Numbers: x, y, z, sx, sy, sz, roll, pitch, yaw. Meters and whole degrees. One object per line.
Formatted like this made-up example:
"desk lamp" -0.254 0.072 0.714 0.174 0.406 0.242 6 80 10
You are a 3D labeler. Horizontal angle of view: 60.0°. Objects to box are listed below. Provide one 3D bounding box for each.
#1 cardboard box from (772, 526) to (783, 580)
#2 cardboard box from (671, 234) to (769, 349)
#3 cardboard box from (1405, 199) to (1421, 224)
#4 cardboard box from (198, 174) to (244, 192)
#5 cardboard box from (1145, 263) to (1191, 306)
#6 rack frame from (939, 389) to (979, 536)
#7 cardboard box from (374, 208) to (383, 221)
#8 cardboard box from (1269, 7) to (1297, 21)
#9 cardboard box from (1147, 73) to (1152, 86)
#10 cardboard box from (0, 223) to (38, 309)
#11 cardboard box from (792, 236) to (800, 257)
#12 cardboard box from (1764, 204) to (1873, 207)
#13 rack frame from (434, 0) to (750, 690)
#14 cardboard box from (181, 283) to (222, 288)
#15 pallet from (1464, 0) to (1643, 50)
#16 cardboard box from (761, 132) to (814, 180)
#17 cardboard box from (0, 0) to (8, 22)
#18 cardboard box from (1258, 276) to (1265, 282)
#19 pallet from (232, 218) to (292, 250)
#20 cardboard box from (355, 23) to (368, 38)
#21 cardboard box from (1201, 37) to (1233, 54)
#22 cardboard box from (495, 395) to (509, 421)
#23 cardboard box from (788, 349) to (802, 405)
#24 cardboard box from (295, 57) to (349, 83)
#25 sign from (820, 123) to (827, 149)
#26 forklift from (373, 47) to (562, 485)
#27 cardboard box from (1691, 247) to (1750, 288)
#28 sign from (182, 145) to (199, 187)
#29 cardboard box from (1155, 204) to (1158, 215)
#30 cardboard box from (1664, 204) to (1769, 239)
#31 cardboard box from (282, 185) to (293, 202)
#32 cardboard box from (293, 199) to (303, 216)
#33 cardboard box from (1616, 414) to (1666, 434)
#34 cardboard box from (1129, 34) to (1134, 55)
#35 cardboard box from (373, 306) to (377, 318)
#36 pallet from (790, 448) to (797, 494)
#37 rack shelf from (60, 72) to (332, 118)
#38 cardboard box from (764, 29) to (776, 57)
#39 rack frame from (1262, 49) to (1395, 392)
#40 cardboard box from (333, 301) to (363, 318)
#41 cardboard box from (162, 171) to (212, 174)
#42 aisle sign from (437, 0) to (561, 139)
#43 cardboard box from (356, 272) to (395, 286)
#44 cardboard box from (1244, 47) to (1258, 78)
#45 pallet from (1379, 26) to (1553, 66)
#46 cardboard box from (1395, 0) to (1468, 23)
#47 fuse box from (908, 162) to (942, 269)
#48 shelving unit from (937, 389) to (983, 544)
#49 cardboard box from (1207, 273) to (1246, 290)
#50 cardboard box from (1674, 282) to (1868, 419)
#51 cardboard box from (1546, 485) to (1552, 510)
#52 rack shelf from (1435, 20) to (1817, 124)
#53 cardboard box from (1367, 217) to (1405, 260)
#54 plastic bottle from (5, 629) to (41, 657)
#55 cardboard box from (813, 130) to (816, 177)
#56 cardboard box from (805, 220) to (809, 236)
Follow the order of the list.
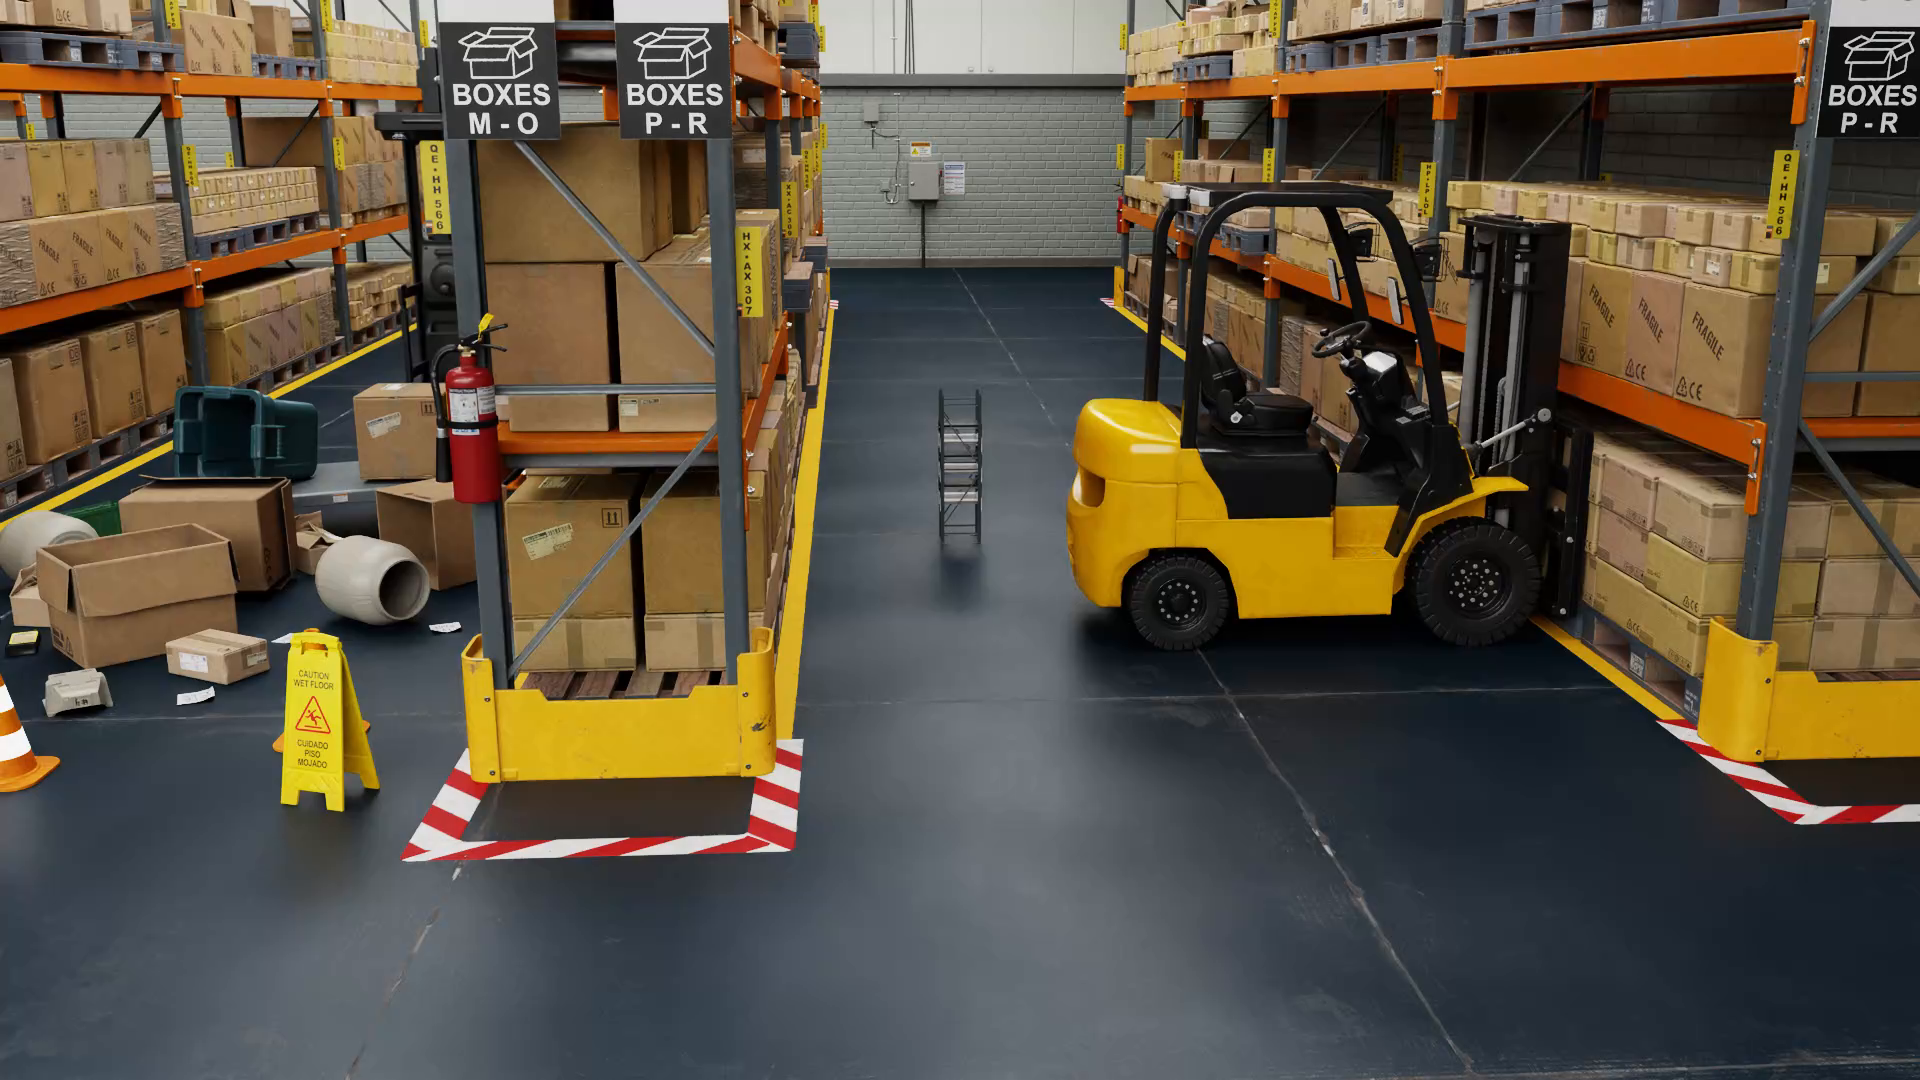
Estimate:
"cardboard box" -1.160 0.110 8.254 0.500 0.250 0.500 0 14 0
"cardboard box" -1.136 -1.121 7.565 0.500 0.500 0.500 -1 14 -5
"cardboard box" 3.114 -2.131 10.786 0.380 0.149 0.250 -1 14 -4
"cardboard box" -6.645 -3.187 14.862 0.380 0.149 0.250 0 14 -1
"cardboard box" 2.538 -3.100 20.230 0.500 0.500 0.500 -1 14 -2
"rack frame" -0.007 -0.463 10.020 0.240 0.900 0.006 -1 14 -3
"cardboard box" -6.814 -3.714 18.946 0.380 0.149 0.250 0 14 -1
"cardboard box" 2.827 -4.416 14.054 0.380 0.149 0.250 0 14 -2
"cardboard box" 2.433 -5.473 19.761 0.380 0.149 0.250 -1 14 -3
"cardboard box" -6.293 -1.753 10.618 0.500 0.500 0.500 -1 14 -3
"cardboard box" -1.335 -2.094 11.807 0.380 0.149 0.250 0 14 -1
"cardboard box" 3.818 -1.414 7.405 0.380 0.149 0.250 -1 14 -3
"rack frame" -1.315 -0.551 6.147 1.000 3.000 0.127 -1 14 -3
"cardboard box" -7.107 -2.213 15.276 0.500 0.250 0.500 -1 14 -2
"pallet" 3.470 -2.821 9.129 1.003 0.211 1.213 -1 14 -3
"cardboard box" -1.780 -3.960 17.192 0.500 0.500 0.500 0 14 -2
"cardboard box" -6.324 -3.379 10.581 0.380 0.149 0.250 -1 14 -3
"cardboard box" 3.294 -2.644 17.153 0.380 0.149 0.250 -2 15 -6
"pallet" -6.908 -2.837 15.420 1.003 0.211 1.213 -1 14 -3
"cardboard box" -6.803 -5.652 18.453 0.380 0.149 0.250 0 14 -1
"cardboard box" 2.583 -4.861 16.340 0.380 0.149 0.250 -1 14 -4
"cardboard box" -1.678 -0.580 6.765 0.380 0.149 0.250 -1 14 -4
"cardboard box" -1.786 -1.330 13.608 0.950 0.372 0.625 -2 15 -7
"cardboard box" -6.758 -4.933 17.459 0.500 0.250 0.500 0 14 -1
"sign" -1.764 -5.210 21.458 0.100 0.325 0.005 -1 14 -3
"forklift" -3.306 -1.901 11.533 1.130 2.935 3.031 -1 14 -3
"cardboard box" 3.292 -1.136 6.918 0.380 0.149 0.250 -1 14 -3
"sign" -6.191 -3.009 13.377 0.100 0.325 0.005 -1 14 -3
"cardboard box" 2.546 -3.950 19.864 0.380 0.149 0.250 -1 14 -4
"cardboard box" 3.376 -1.409 7.384 0.380 0.149 0.250 -1 14 -3
"cardboard box" -6.720 -3.368 16.162 0.380 0.149 0.250 -1 14 -5
"cardboard box" -6.740 -3.293 16.466 0.380 0.149 0.250 -1 14 -4
"cardboard box" 3.718 -0.483 8.552 0.500 0.250 0.500 -1 14 -5
"cardboard box" 2.424 -6.259 21.015 0.500 0.250 0.500 -1 14 -4
"cardboard box" -6.896 -2.608 19.020 0.380 0.149 0.250 -2 15 -6
"pallet" -1.613 -0.389 11.113 1.003 0.211 1.213 -1 14 -3
"rack shelf" -6.869 -4.040 15.134 1.077 0.370 4.000 -1 14 -3
"cardboard box" -1.238 -2.803 9.384 0.380 0.149 0.250 -1 14 -3
"rack frame" 3.143 -2.618 14.181 1.000 3.000 0.127 -1 14 -3
"cardboard box" -6.696 -2.495 17.987 0.380 0.149 0.250 0 14 -1
"cardboard box" -7.361 -3.439 15.842 0.380 0.149 0.250 -1 14 -4
"aisle sign" -1.601 -1.790 5.745 0.394 0.787 0.004 -1 14 -3
"cardboard box" -6.923 -3.087 19.689 0.380 0.149 0.250 -1 14 -5
"cardboard box" 2.837 -4.247 14.793 0.500 0.250 0.500 -1 14 -3
"pallet" 3.323 -3.202 10.816 0.805 0.209 1.217 -1 15 -6
"cardboard box" 3.103 -3.461 10.572 0.500 0.311 0.500 -1 14 -5
"fuse box" -0.573 -5.304 27.207 0.539 1.711 0.414 -1 14 -3
"shelving unit" 0.000 -0.438 9.922 0.258 0.900 0.210 -1 14 -3
"cardboard box" 2.774 -2.695 17.352 0.380 0.149 0.250 -2 15 -6
"cardboard box" 3.346 -0.795 6.896 0.500 0.500 0.500 -1 14 -5
"cardboard box" 3.196 -0.236 8.595 0.500 0.250 0.500 -1 14 -4
"rack shelf" 3.515 -2.230 8.097 1.077 0.370 4.000 -1 14 -3
"cardboard box" 3.066 -2.038 11.227 0.500 0.250 0.500 -1 14 -5
"plastic bottle" -4.505 0.489 8.003 0.133 0.061 0.283 -6 16 -23
"cardboard box" -1.871 -4.316 18.572 0.500 0.500 0.500 -1 14 -4
"cardboard box" -1.666 -2.851 15.389 0.500 0.250 0.500 0 14 -2
